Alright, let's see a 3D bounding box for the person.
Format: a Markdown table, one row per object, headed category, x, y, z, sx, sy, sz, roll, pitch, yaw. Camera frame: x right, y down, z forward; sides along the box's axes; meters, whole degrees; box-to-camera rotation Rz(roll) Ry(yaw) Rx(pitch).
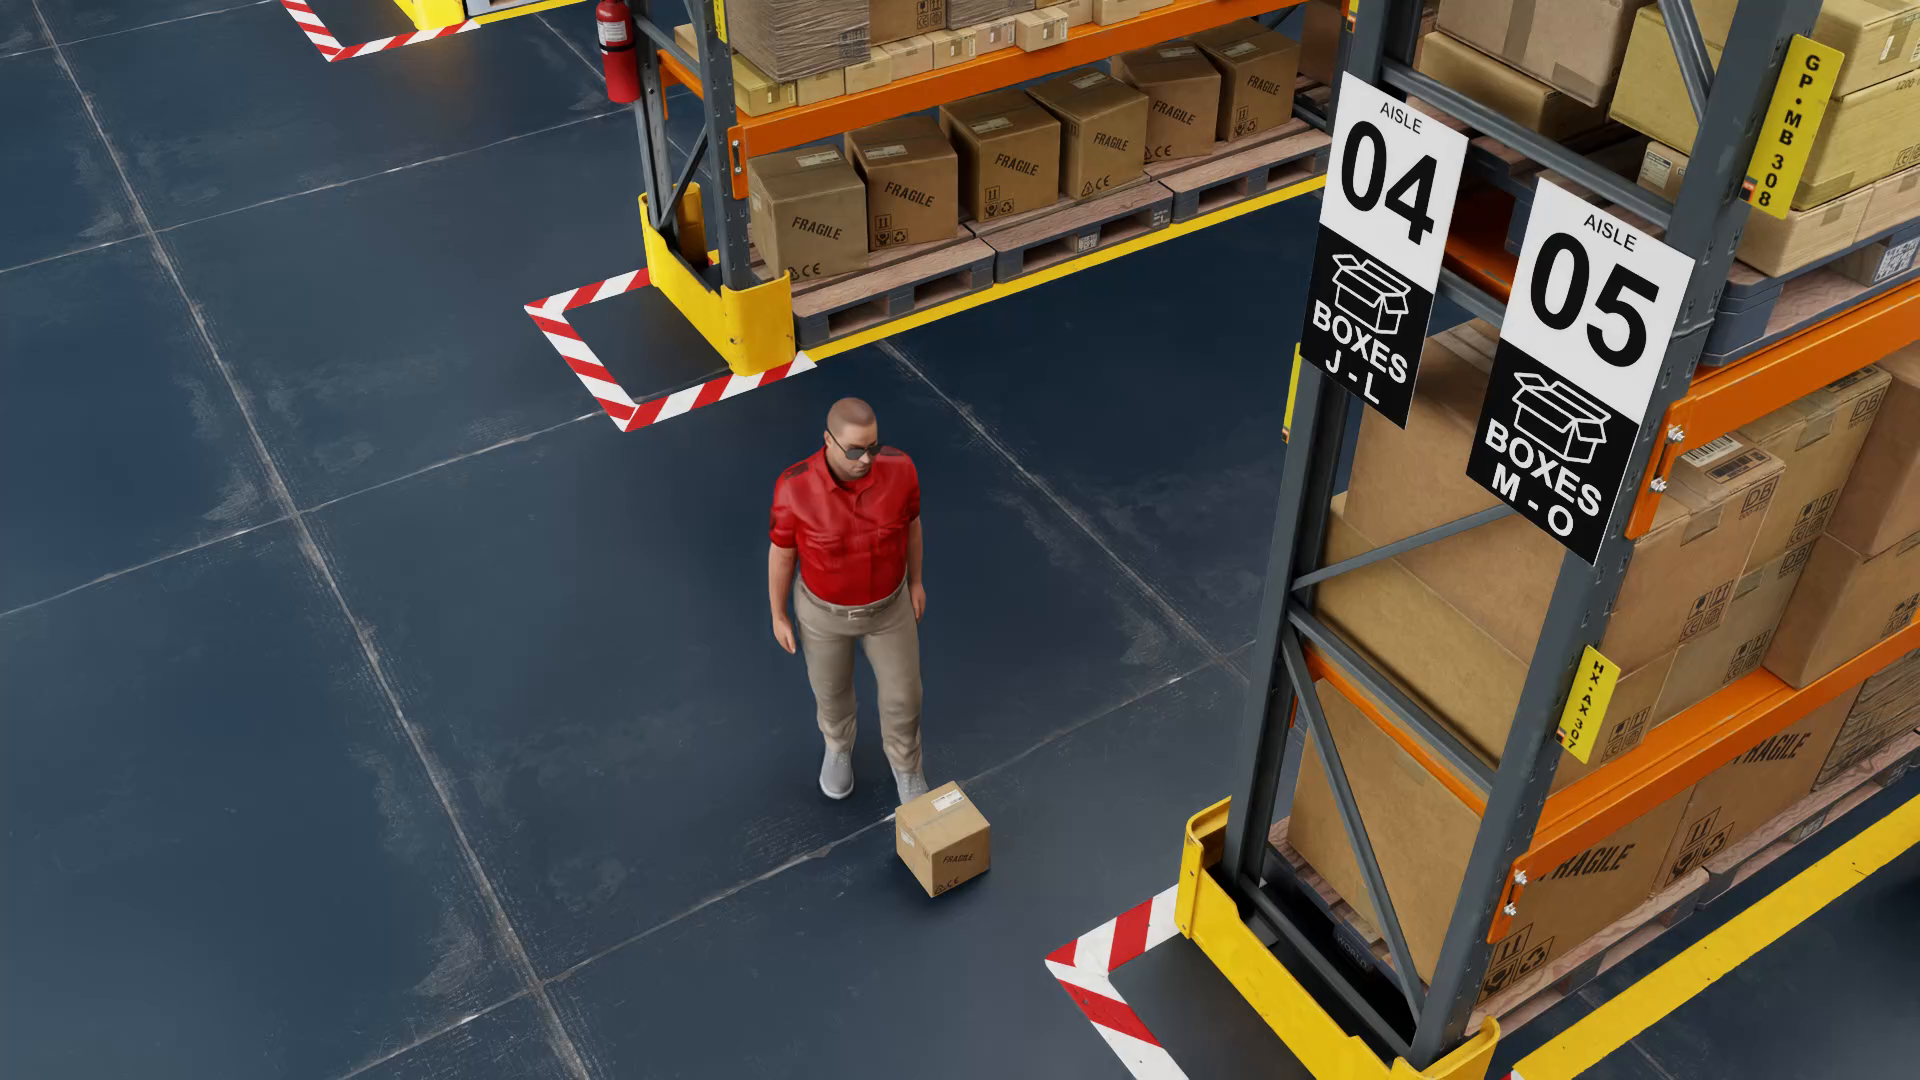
| category | x | y | z | sx | sy | sz | roll | pitch | yaw |
| --- | --- | --- | --- | --- | --- | --- | --- | --- | --- |
| person | -0.364 | 0.365 | 5.929 | 0.533 | 1.588 | 0.474 | -10 | 42 | -11 |
